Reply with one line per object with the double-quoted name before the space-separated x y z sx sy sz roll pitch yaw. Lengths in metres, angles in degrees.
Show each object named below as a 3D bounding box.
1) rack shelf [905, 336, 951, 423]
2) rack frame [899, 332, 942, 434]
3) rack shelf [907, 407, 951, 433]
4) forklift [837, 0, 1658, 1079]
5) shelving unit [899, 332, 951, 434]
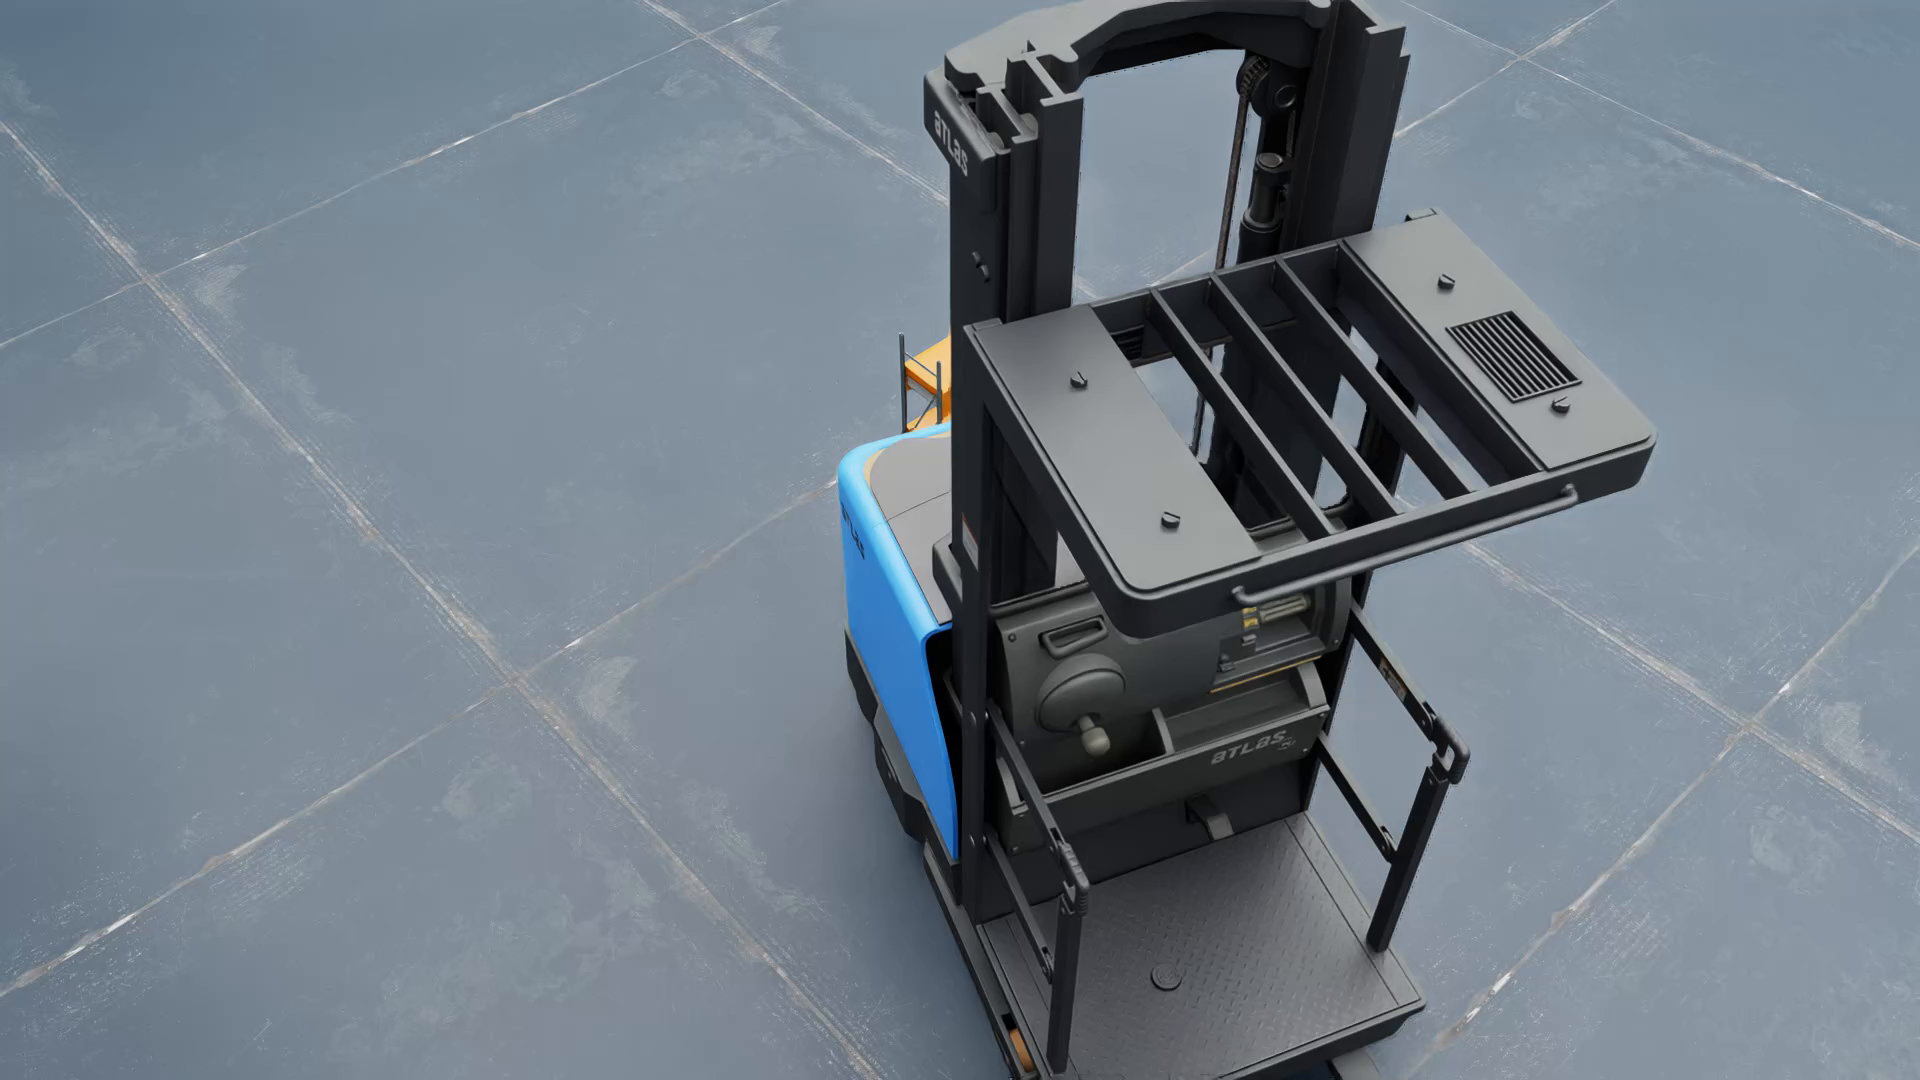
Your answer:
"rack shelf" -0.040 -0.515 5.639 0.240 0.259 0.215 -34 56 -27
"rack frame" -0.130 -0.269 5.784 0.008 1.050 0.200 -34 56 -27
"rack shelf" -0.040 -0.322 5.848 0.240 0.259 0.215 -34 56 -27
"forklift" 0.621 0.344 3.939 1.130 2.935 3.031 -16 49 -14
"shelving unit" -0.040 -0.330 5.840 0.252 1.050 0.215 -34 56 -27
